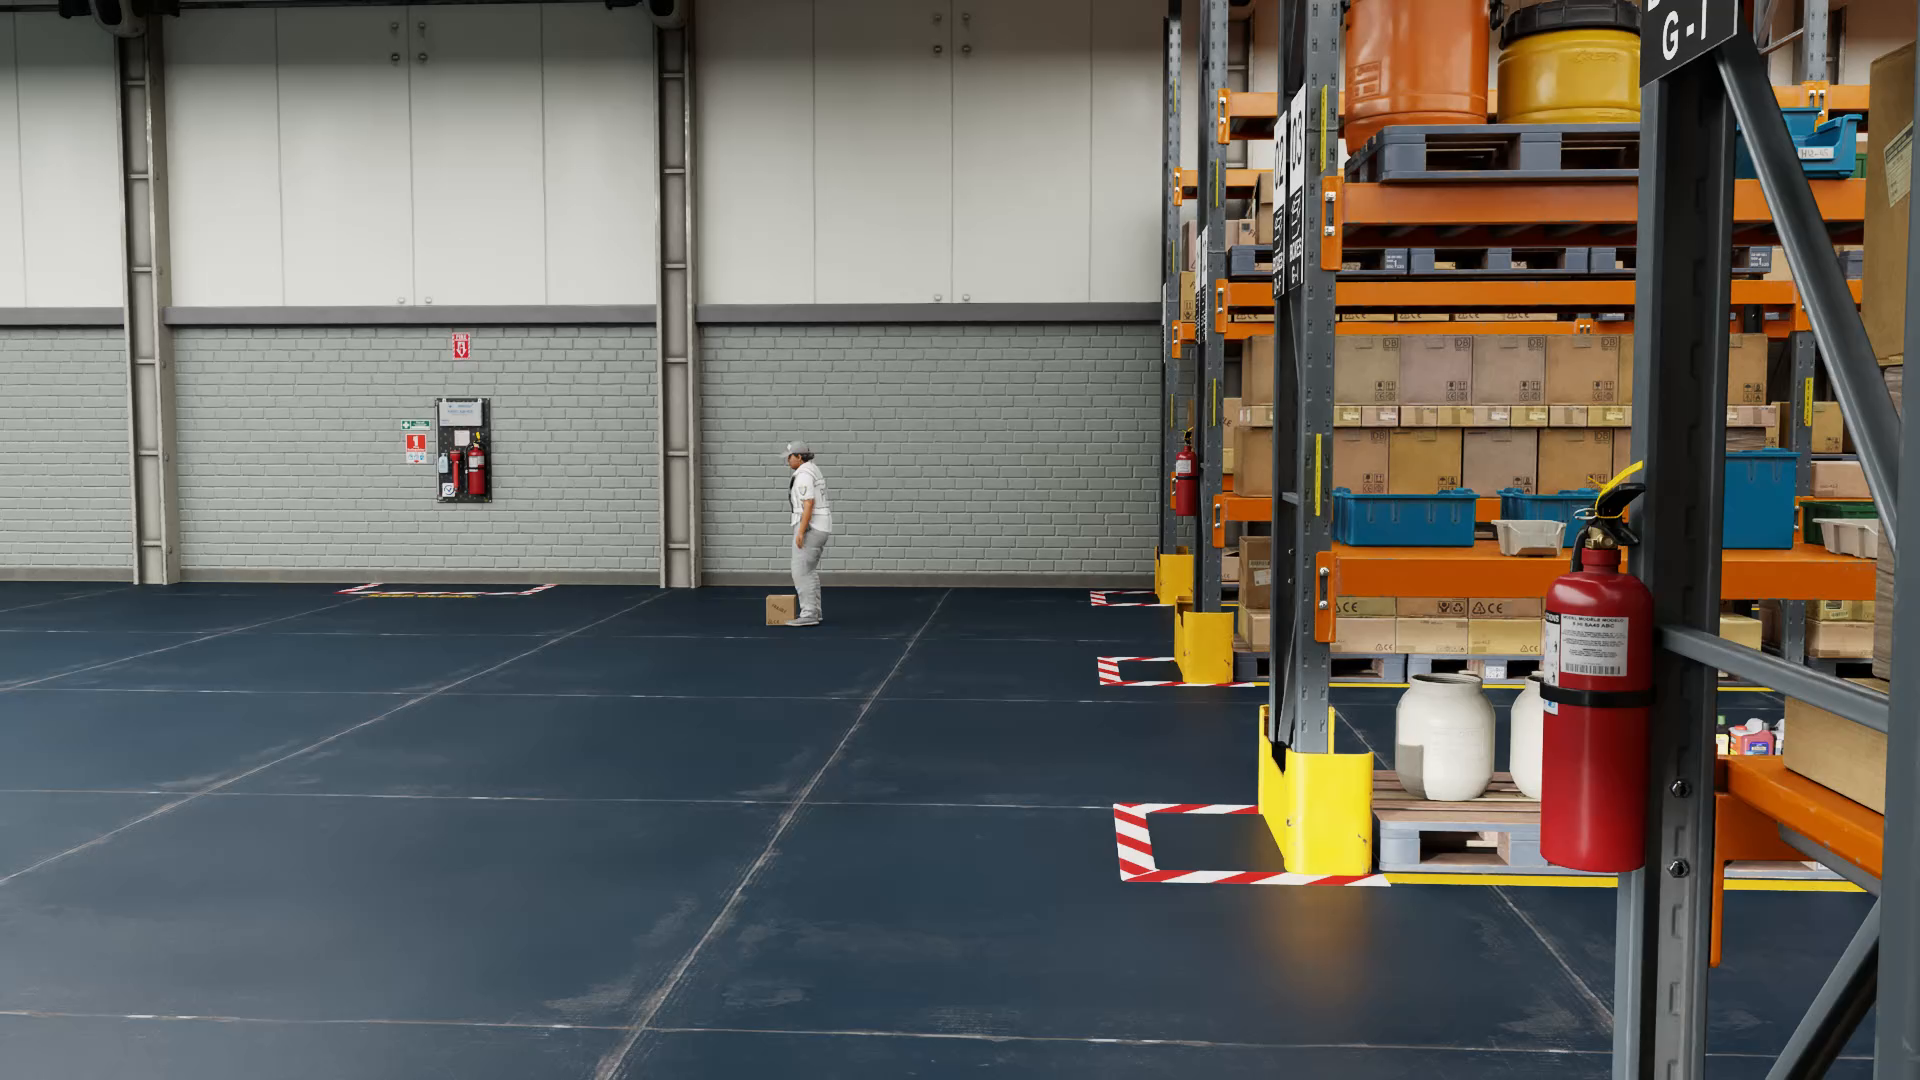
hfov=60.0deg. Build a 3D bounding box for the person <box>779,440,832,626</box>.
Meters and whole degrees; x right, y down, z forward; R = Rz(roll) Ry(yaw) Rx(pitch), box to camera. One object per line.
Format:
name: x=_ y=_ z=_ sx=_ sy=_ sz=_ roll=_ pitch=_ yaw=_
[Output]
person: x=-1.396 y=-0.069 z=15.028 sx=0.469 sy=1.665 sz=0.529 roll=0 pitch=4 yaw=3
